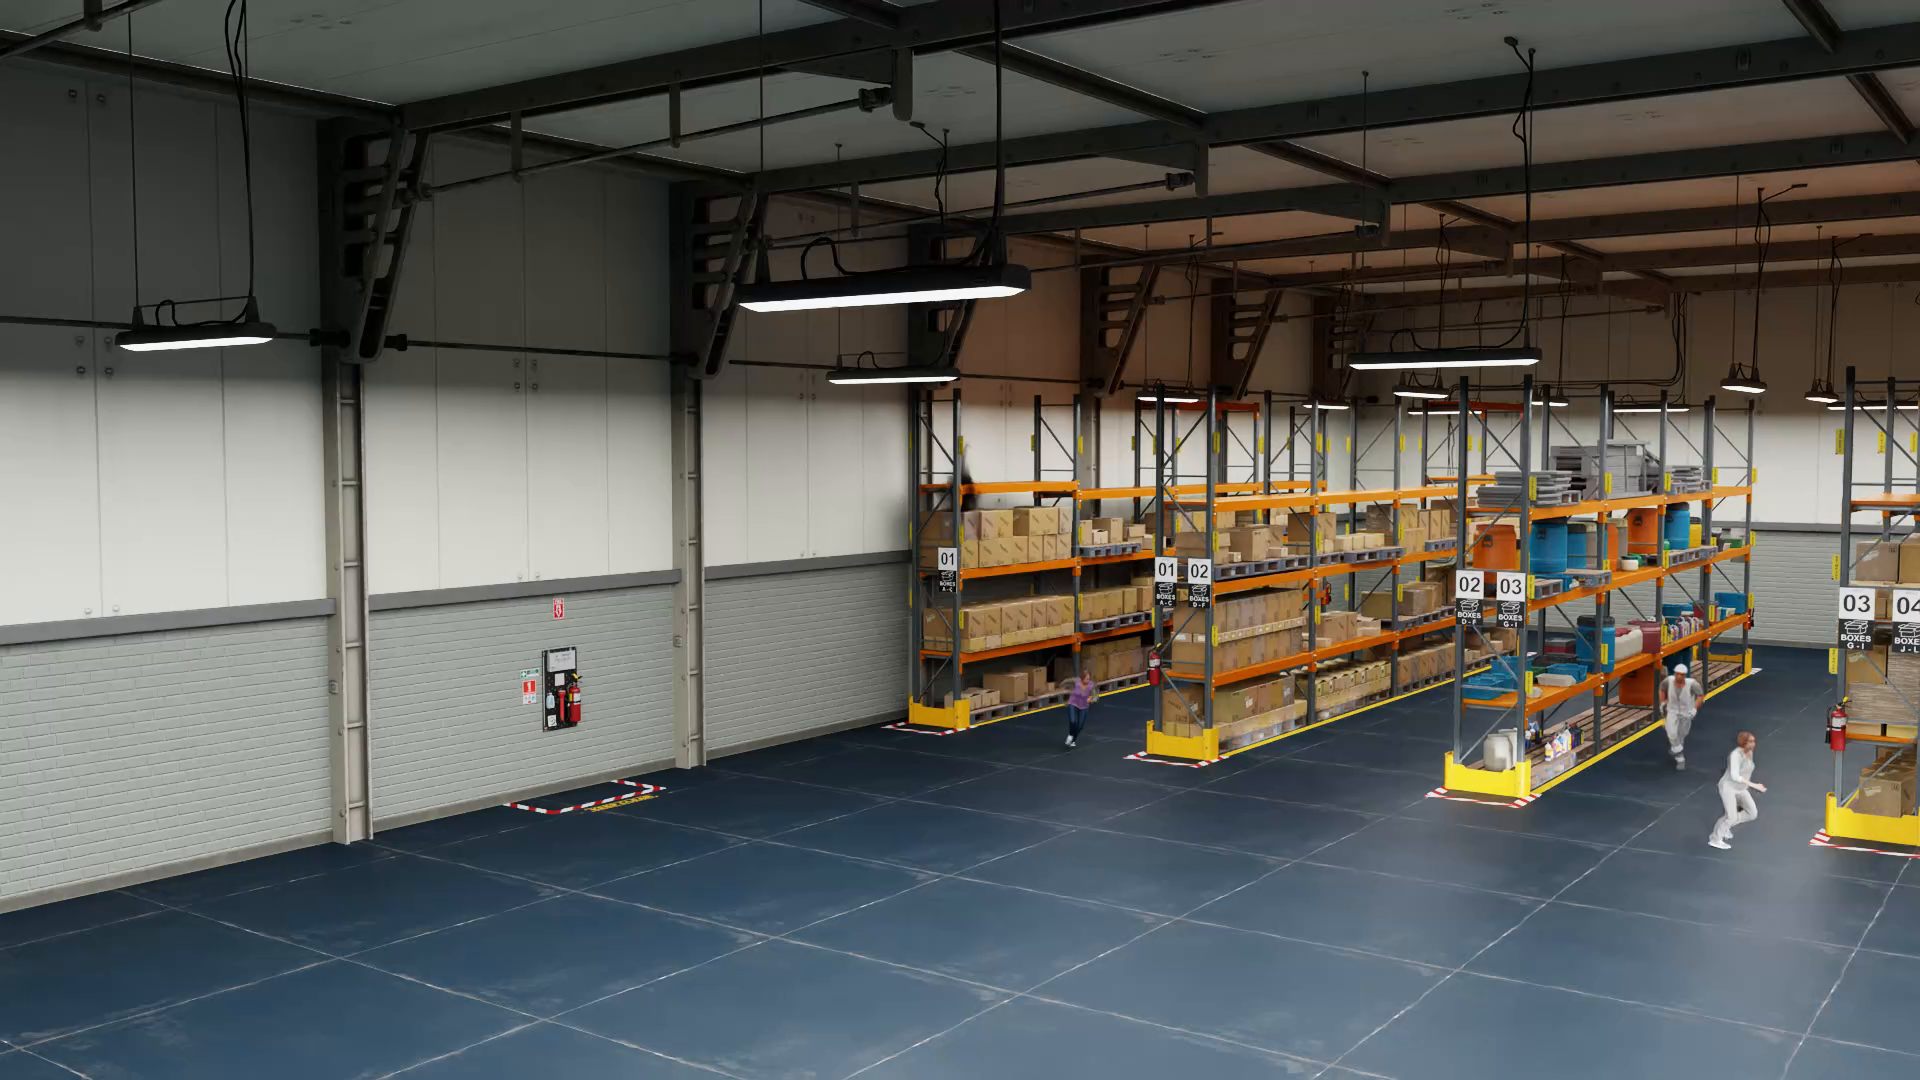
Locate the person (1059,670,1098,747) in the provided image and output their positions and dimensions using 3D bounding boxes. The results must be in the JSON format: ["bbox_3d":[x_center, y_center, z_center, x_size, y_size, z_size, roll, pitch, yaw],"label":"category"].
[{"bbox_3d":[1.955,2.760,27.209,0.549,1.359,0.929,0,3,-6],"label":"person"}]

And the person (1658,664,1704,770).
[{"bbox_3d":[11.249,2.722,25.942,0.660,1.675,1.058,2,4,26],"label":"person"}]

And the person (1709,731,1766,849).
[{"bbox_3d":[9.585,3.094,20.449,0.549,1.496,0.747,-2,4,-35],"label":"person"}]
